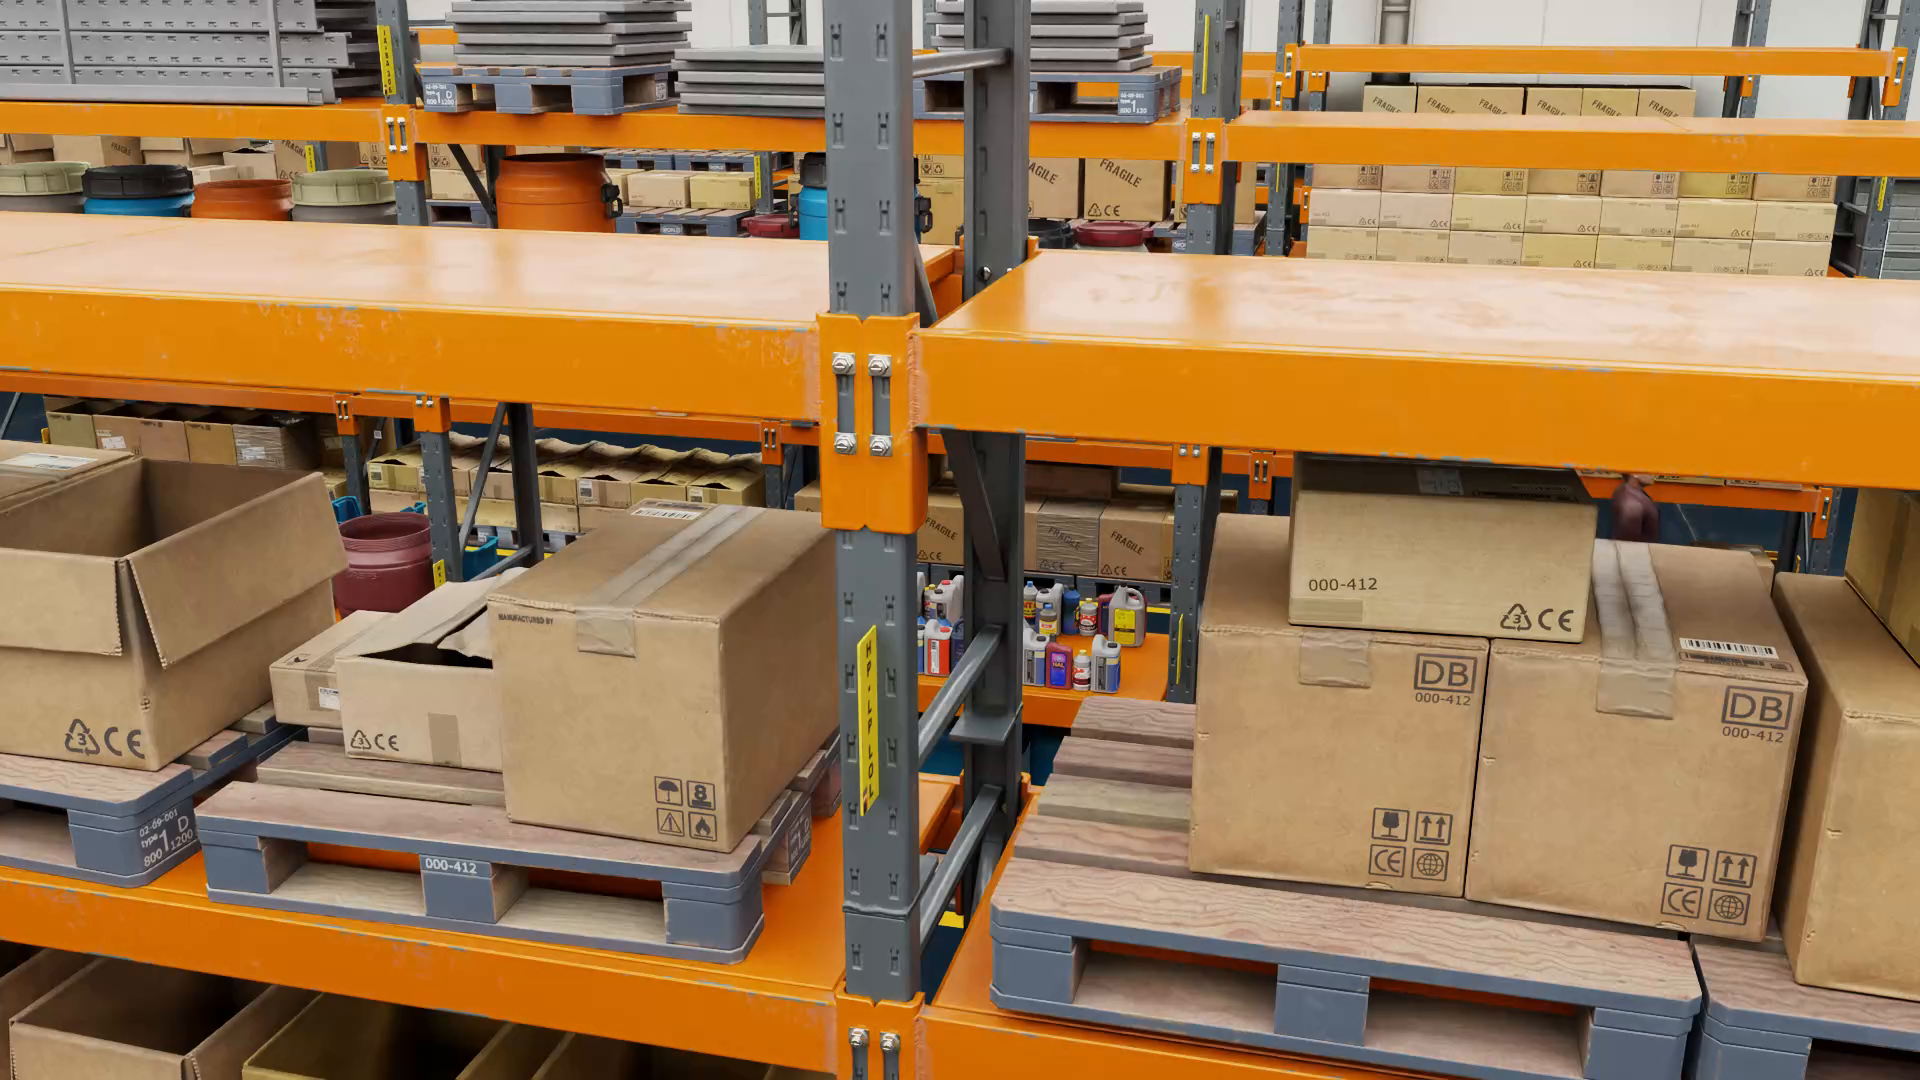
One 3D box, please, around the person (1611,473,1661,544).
[{"bbox_3d":[4.553,0.282,11.191,0.482,1.812,0.567,3,18,10],"label":"person"}]
